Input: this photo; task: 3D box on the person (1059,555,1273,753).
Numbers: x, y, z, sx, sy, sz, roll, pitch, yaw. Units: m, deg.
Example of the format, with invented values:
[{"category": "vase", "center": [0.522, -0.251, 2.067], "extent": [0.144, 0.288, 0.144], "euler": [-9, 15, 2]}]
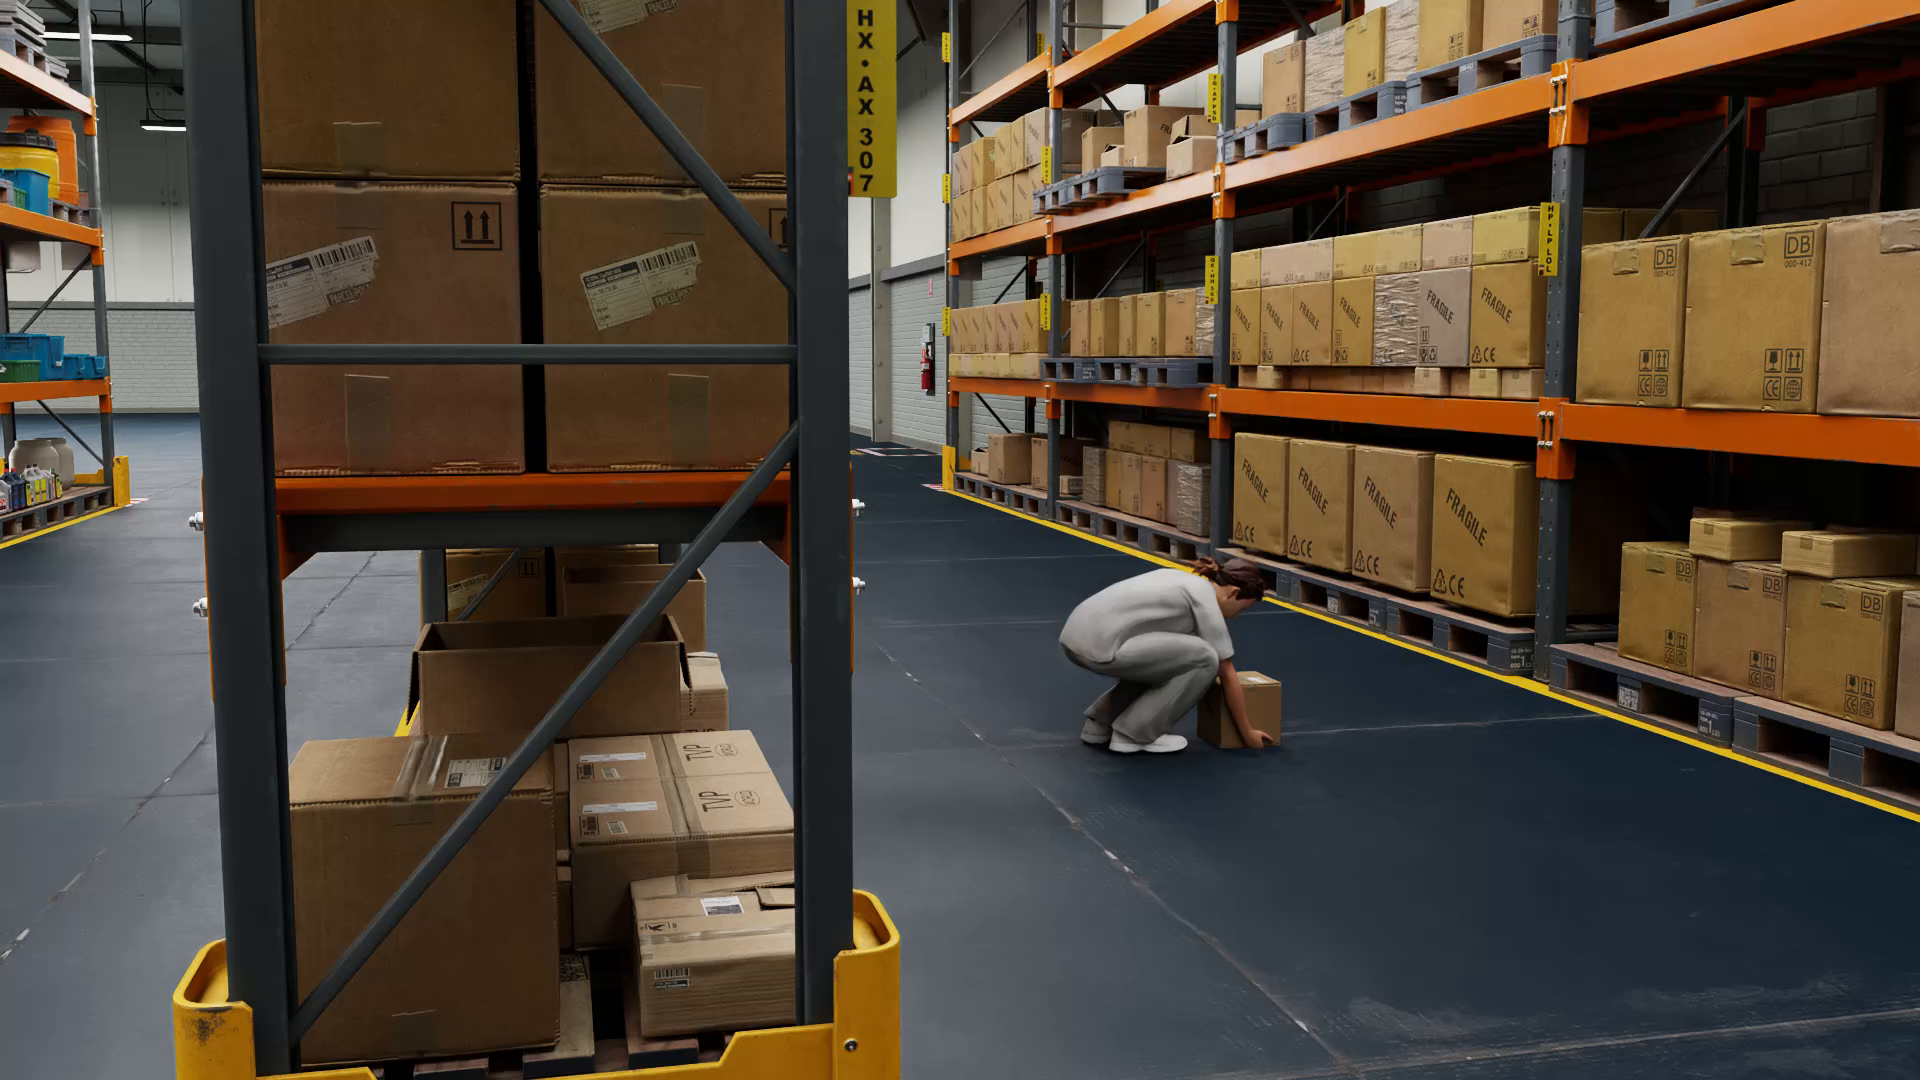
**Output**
[{"category": "person", "center": [0.800, 0.460, 6.487], "extent": [0.842, 0.808, 0.460], "euler": [-2, 6, -15]}]
